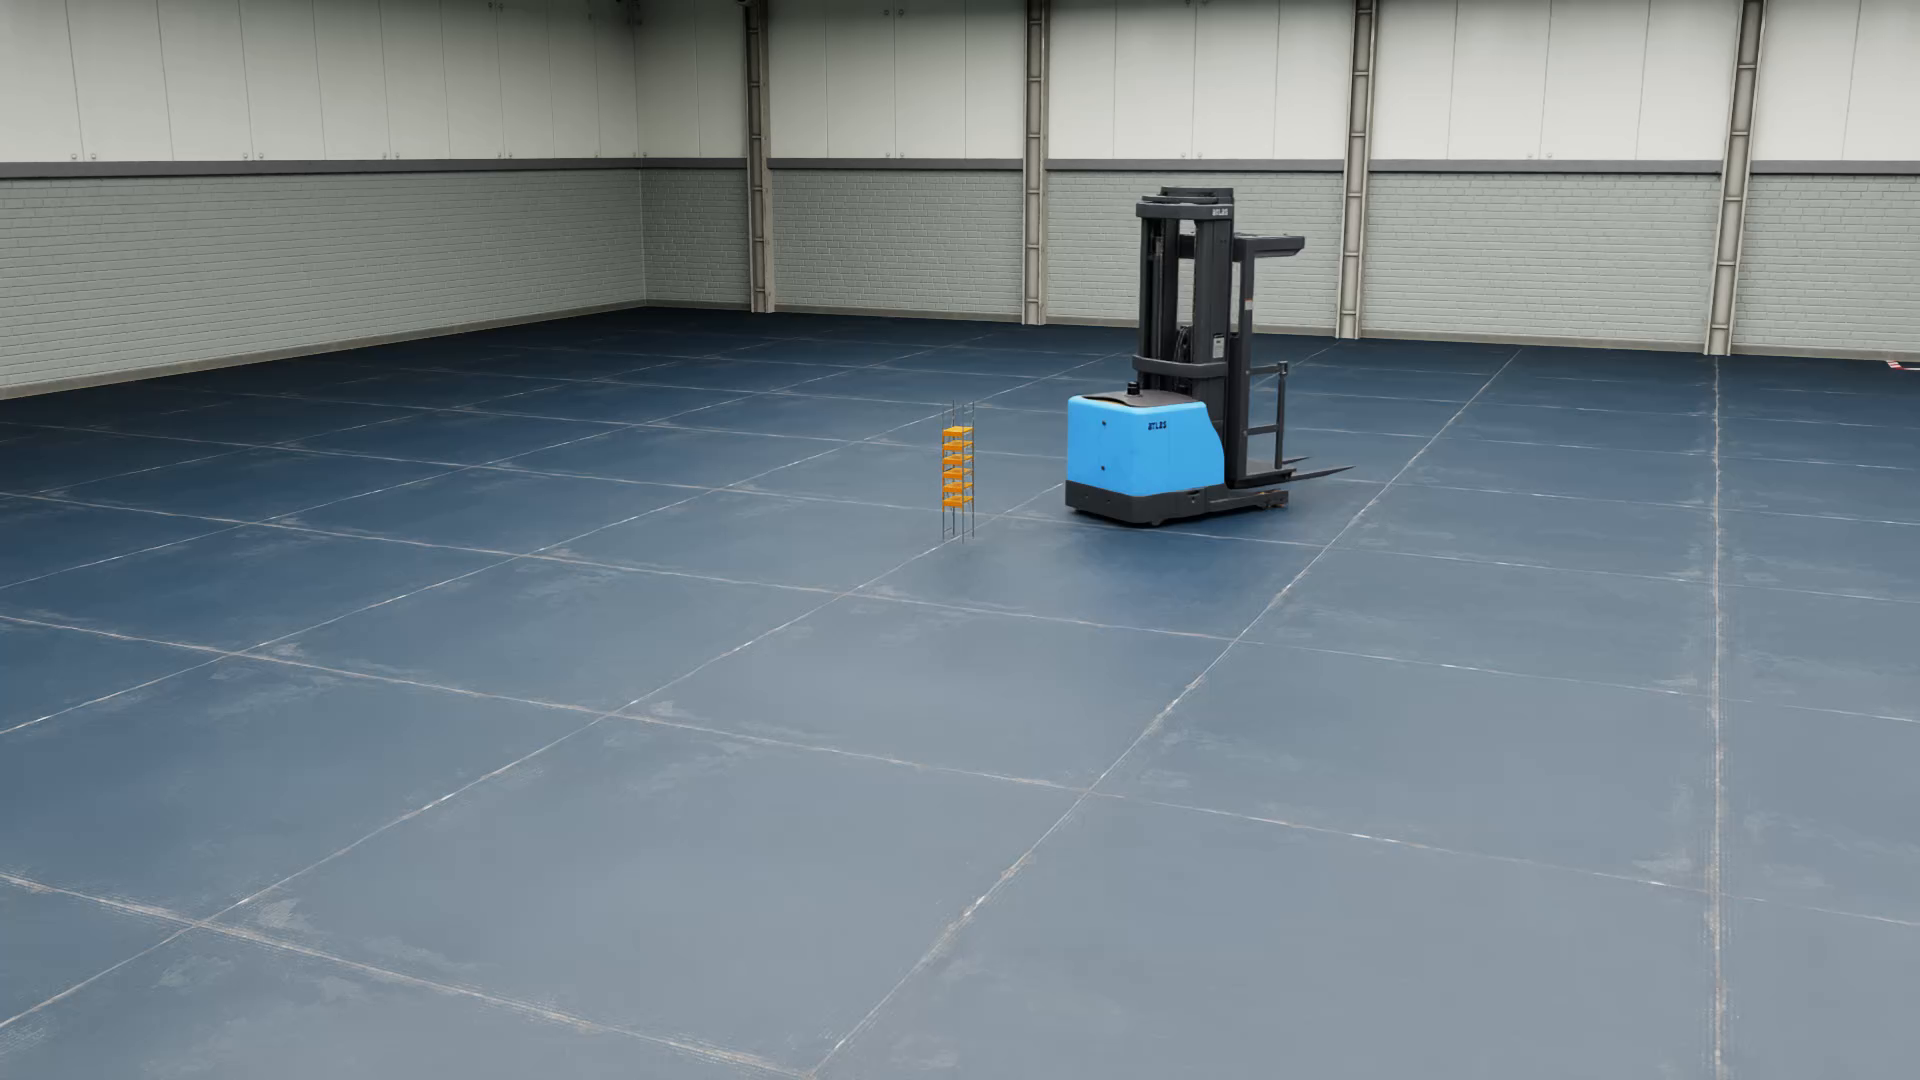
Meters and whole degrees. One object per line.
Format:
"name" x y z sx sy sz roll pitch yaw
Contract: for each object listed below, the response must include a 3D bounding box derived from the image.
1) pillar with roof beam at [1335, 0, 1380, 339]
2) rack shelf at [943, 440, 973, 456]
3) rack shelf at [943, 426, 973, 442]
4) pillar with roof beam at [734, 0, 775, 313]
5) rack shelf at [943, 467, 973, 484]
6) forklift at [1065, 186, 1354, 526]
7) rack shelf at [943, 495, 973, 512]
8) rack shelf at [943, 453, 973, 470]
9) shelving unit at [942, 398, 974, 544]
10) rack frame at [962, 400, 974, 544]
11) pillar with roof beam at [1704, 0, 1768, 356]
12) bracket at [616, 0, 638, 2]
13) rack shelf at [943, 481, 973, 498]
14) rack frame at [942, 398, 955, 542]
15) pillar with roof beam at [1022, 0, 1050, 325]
"pillar with roof beam" 5.165 -7.082 24.736 0.400 9.000 9.100 6 14 23
"rack shelf" -0.013 -0.776 14.079 0.180 0.103 0.258 6 14 23
"rack shelf" -0.013 -0.893 14.051 0.180 0.103 0.258 6 14 23
"pillar with roof beam" -5.806 -8.192 29.468 0.548 9.000 9.100 6 14 23
"rack shelf" -0.013 -0.542 14.134 0.180 0.103 0.258 6 14 23
"forklift" 2.462 -1.794 15.483 3.031 2.935 1.130 -9 16 -35
"rack shelf" -0.013 -0.309 14.188 0.180 0.103 0.258 6 14 23
"rack shelf" -0.013 -0.659 14.106 0.180 0.103 0.258 6 14 23
"shelving unit" -0.013 -0.585 14.123 0.189 1.200 0.258 6 14 23
"rack frame" 0.070 -0.577 14.087 0.006 1.200 0.240 6 14 23
"pillar with roof beam" 10.651 -6.526 22.370 0.400 9.000 9.100 6 14 23
"bracket" -6.753 -11.027 33.671 0.430 0.232 0.235 6 14 23
"rack shelf" -0.013 -0.425 14.161 0.180 0.103 0.258 6 14 23
"rack frame" -0.097 -0.594 14.160 0.006 1.200 0.240 6 14 23
"pillar with roof beam" -0.321 -7.637 27.102 0.400 9.000 9.100 6 14 23
